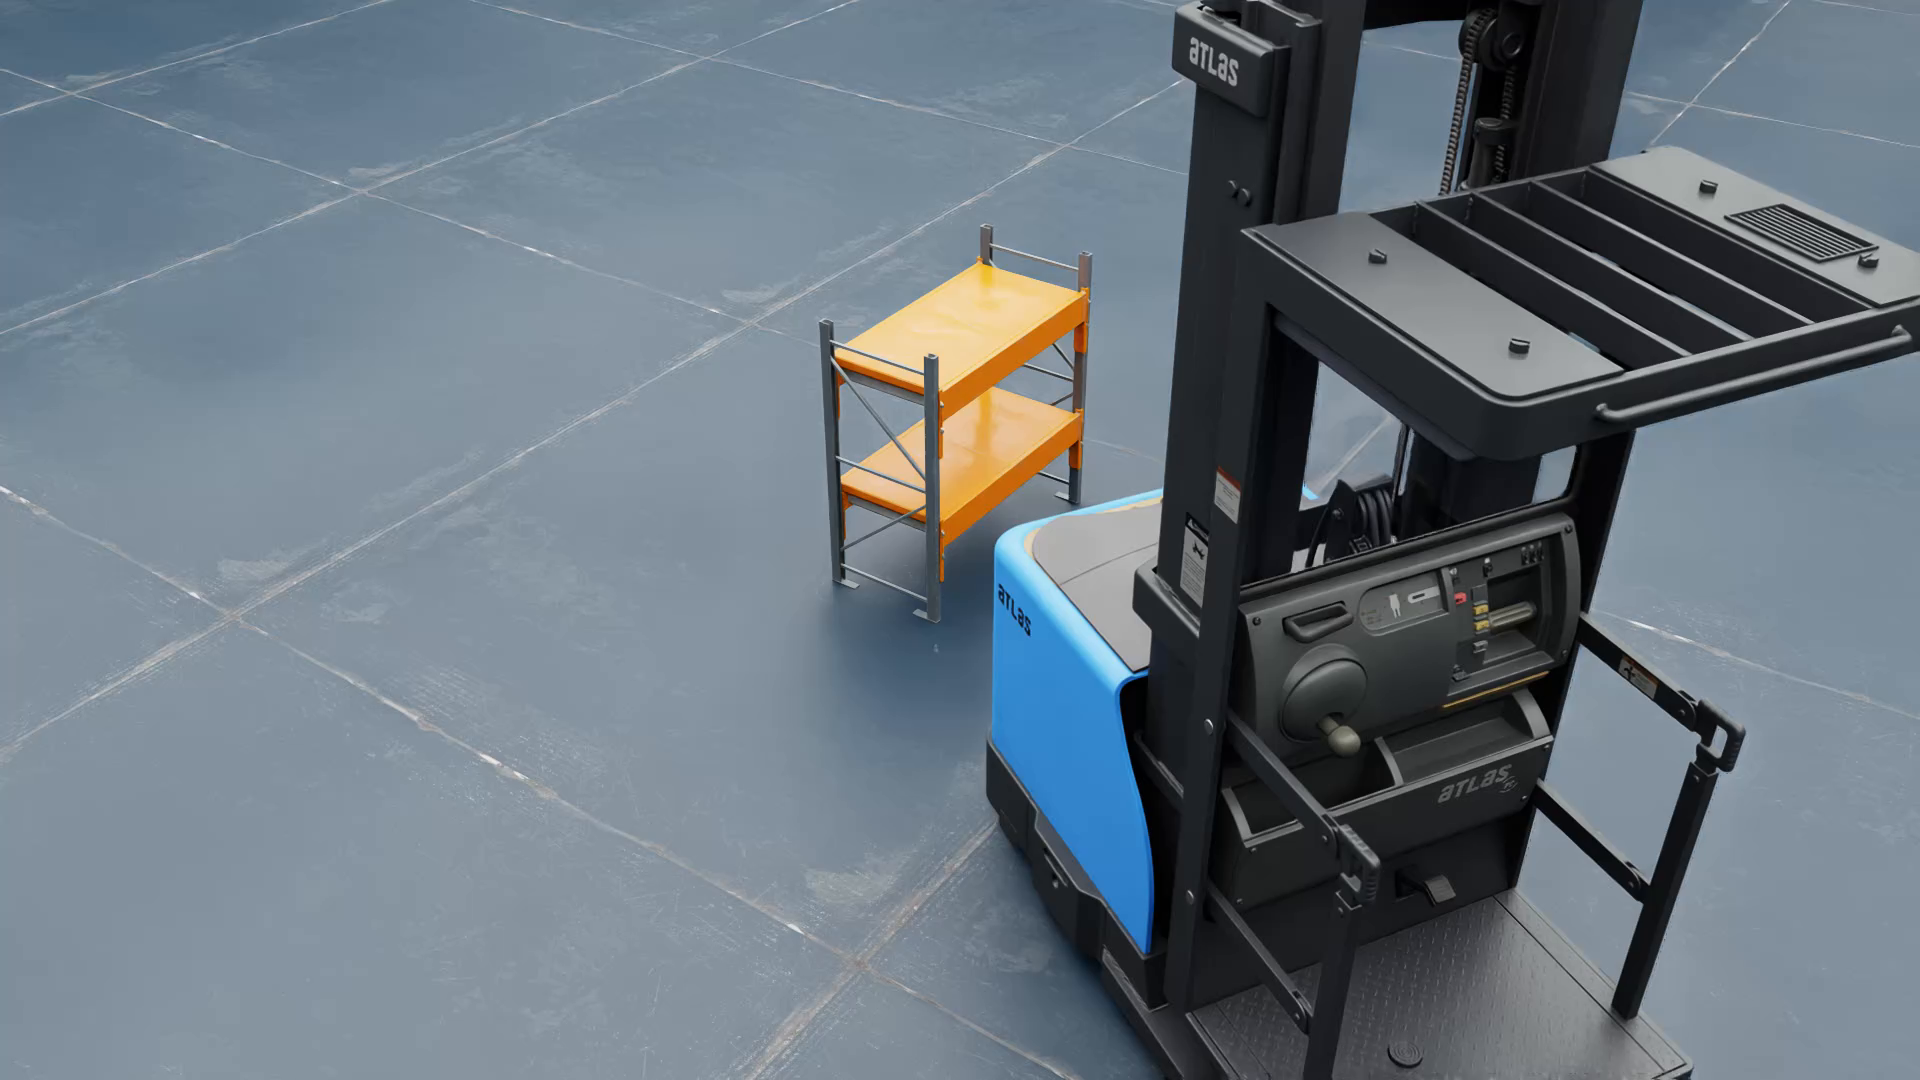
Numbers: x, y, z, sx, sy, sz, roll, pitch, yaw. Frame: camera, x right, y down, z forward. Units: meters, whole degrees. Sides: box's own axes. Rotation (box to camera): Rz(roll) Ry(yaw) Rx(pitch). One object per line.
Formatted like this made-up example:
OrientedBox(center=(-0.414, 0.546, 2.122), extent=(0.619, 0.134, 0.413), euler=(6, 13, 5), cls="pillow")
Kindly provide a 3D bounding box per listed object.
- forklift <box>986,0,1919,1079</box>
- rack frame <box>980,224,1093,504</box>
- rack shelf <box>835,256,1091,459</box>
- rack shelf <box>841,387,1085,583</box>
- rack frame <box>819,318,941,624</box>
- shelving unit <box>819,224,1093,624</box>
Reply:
OrientedBox(center=(1.157, 0.284, 3.714), extent=(1.130, 2.935, 3.031), euler=(-14, 37, -20), cls="forklift")
OrientedBox(center=(0.294, -0.703, 6.785), extent=(0.500, 1.125, 0.032), euler=(21, 39, 28), cls="rack frame")
OrientedBox(center=(0.004, -0.712, 6.276), extent=(0.538, 0.278, 1.000), euler=(21, 39, 28), cls="rack shelf")
OrientedBox(center=(0.004, -0.267, 6.576), extent=(0.538, 0.278, 1.000), euler=(21, 39, 28), cls="rack shelf")
OrientedBox(center=(-0.286, -0.235, 6.094), extent=(0.500, 1.125, 0.032), euler=(21, 39, 28), cls="rack frame")
OrientedBox(center=(0.004, -0.469, 6.439), extent=(0.538, 1.125, 1.048), euler=(21, 39, 28), cls="shelving unit")
